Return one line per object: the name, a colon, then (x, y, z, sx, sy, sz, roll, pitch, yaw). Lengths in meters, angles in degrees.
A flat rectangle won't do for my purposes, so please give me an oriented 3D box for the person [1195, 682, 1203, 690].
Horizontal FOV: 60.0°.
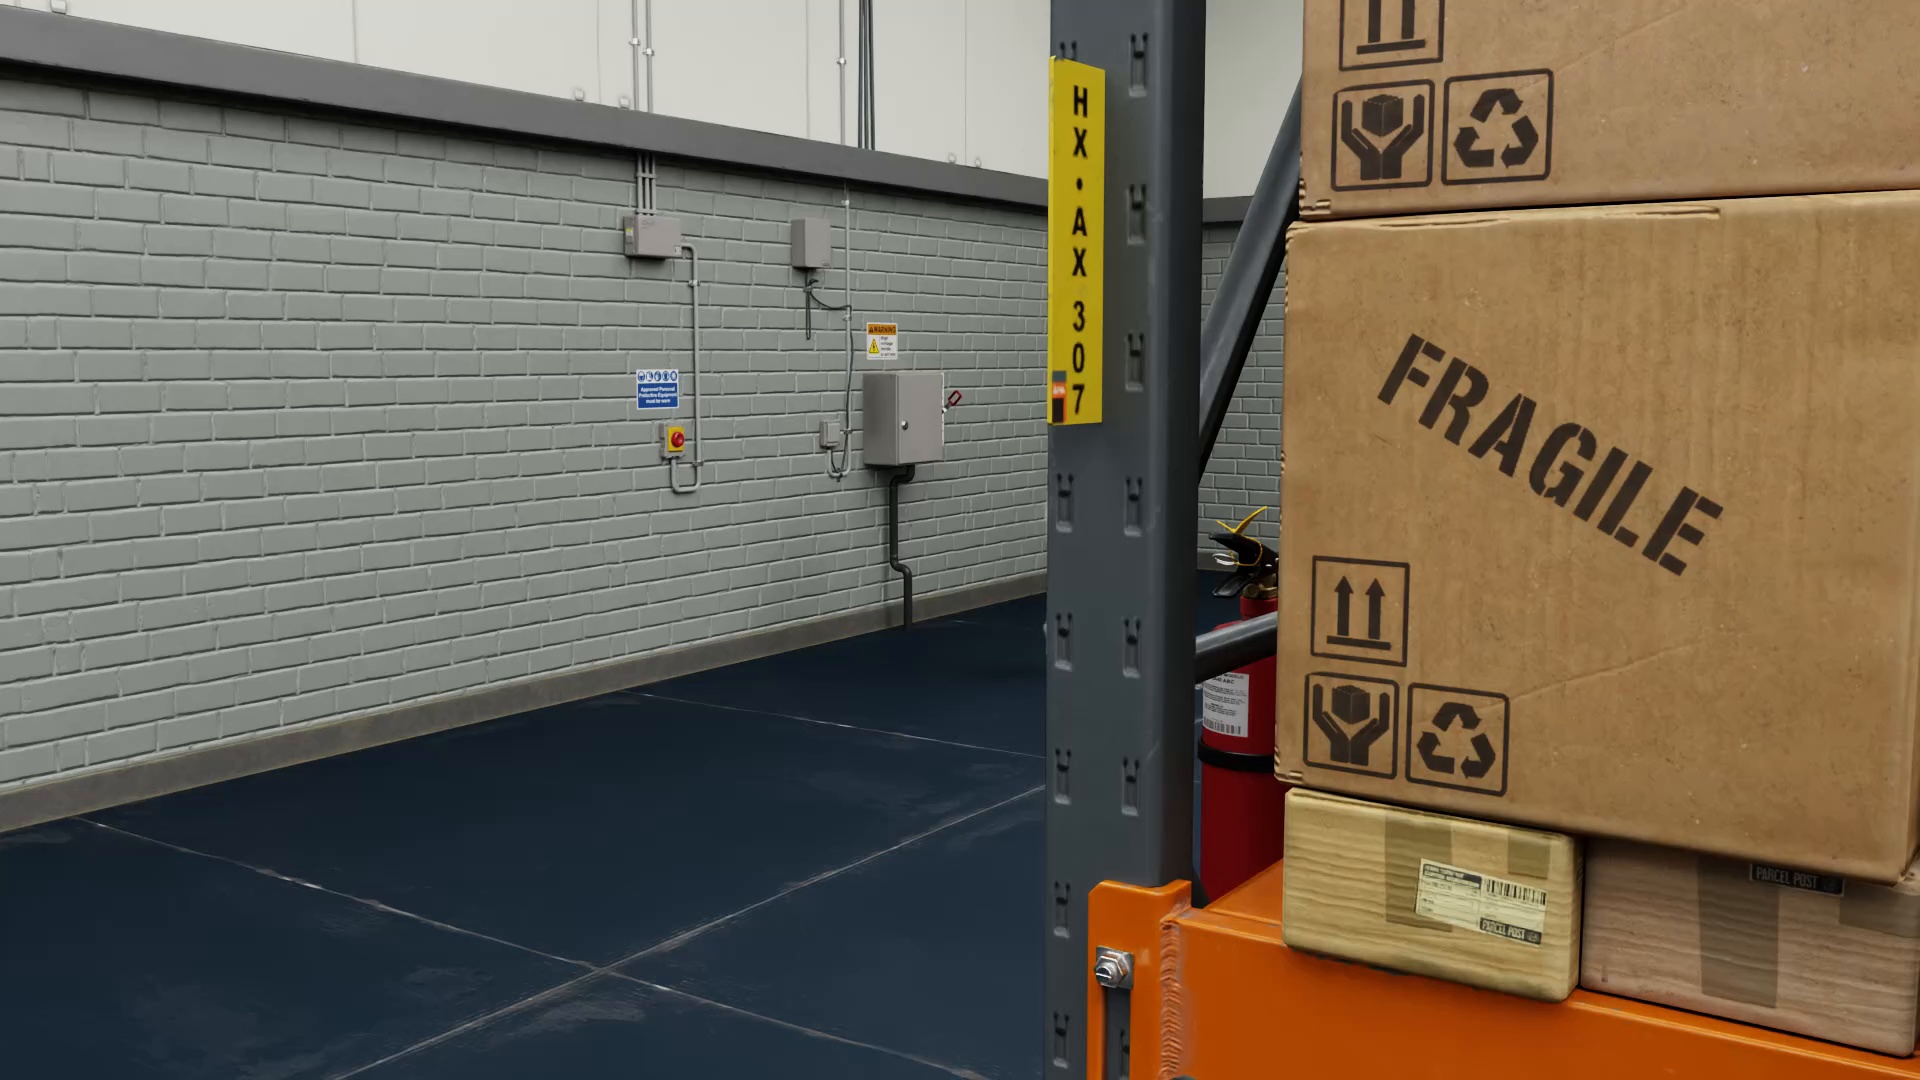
person: (1.112, -0.023, 9.278, 0.696, 1.700, 0.498, 2, 7, 15)
